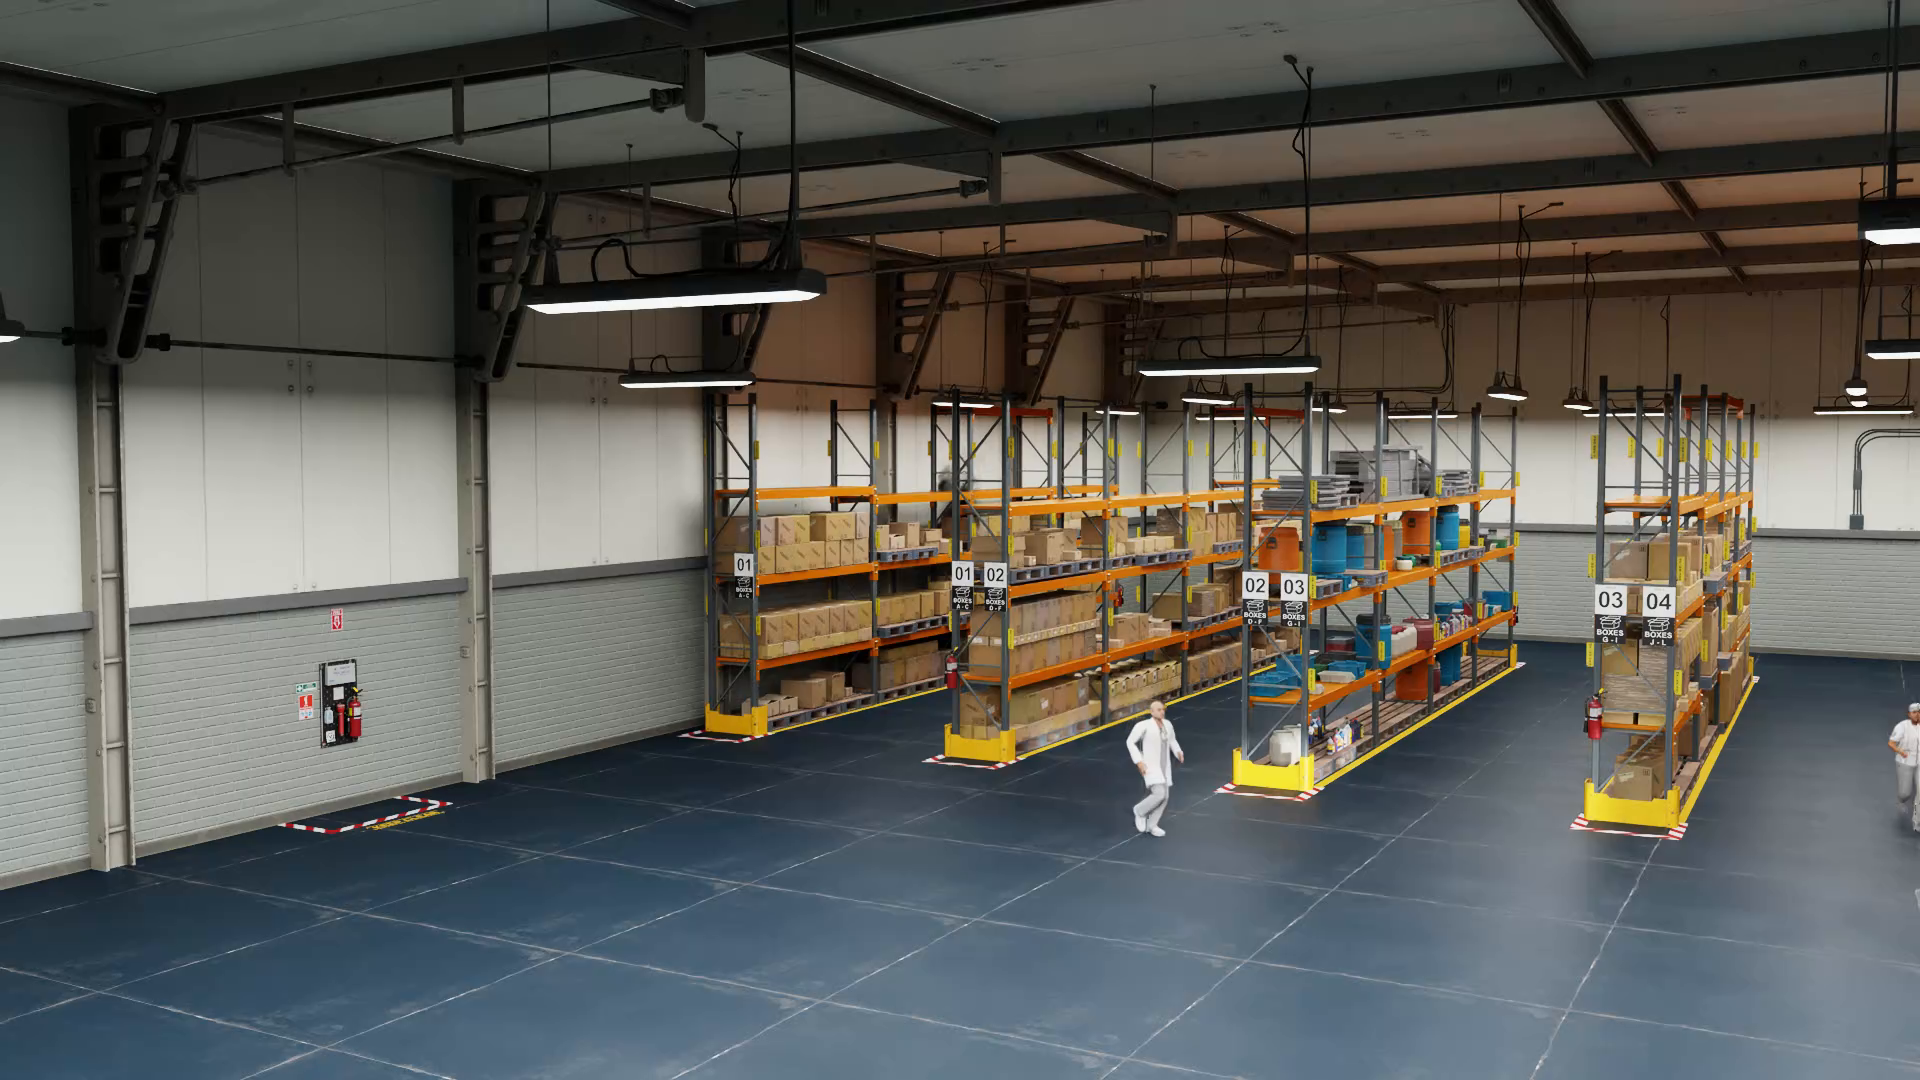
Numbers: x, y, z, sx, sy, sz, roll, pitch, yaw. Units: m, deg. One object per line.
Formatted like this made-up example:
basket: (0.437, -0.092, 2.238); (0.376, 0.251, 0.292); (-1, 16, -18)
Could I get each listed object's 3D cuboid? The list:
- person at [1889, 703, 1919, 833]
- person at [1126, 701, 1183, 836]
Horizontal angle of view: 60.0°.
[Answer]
person: (12.668, 2.989, 22.078); (0.607, 1.659, 0.849); (1, 3, 20)
person: (2.571, 2.963, 21.590); (0.723, 1.746, 0.629); (-2, 4, -36)
